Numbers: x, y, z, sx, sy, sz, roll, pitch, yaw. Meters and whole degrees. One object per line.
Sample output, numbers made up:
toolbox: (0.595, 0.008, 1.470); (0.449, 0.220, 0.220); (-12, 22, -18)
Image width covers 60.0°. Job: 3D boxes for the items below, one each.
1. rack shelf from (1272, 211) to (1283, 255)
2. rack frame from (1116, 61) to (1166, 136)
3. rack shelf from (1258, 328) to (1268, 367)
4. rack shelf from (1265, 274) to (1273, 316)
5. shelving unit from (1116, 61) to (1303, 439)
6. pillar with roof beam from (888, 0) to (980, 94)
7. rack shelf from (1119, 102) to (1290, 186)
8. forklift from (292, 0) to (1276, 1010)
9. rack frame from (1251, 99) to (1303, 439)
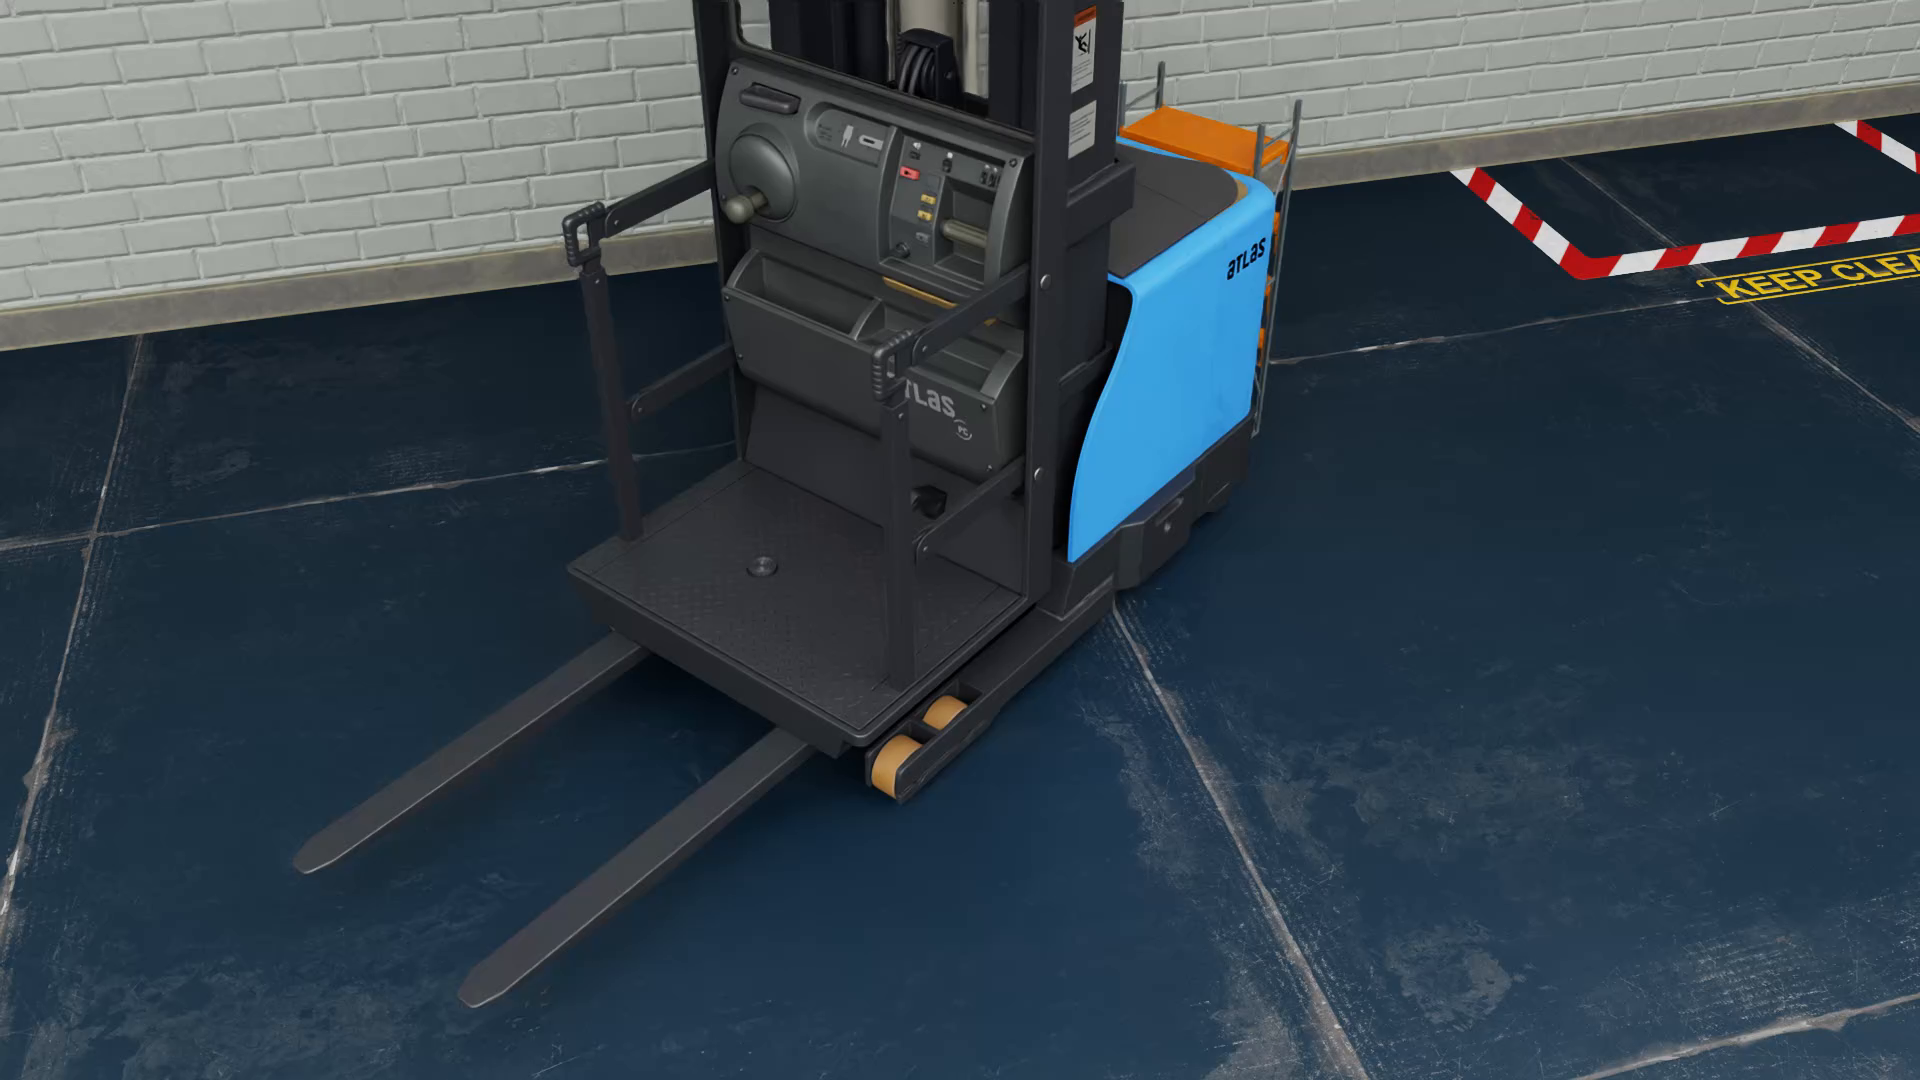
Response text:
rack shelf: (0.761, -1.010, 5.325); (0.480, 0.148, 0.258); (26, 44, 29)
rack frame: (0.569, -0.978, 5.540); (0.015, 1.200, 0.240); (26, 44, 29)
rack shelf: (0.760, -0.674, 5.582); (0.480, 0.148, 0.258); (26, 44, 29)
rack shelf: (0.760, -0.832, 5.461); (0.480, 0.148, 0.258); (26, 44, 29)
shelving unit: (0.760, -0.886, 5.420); (0.503, 1.200, 0.258); (26, 44, 29)
pillar with roof beam: (0.965, -2.233, 0.762); (0.400, 9.000, 9.100); (-9, 38, -12)
rack shelf: (0.761, -1.198, 5.182); (0.480, 0.148, 0.258); (26, 44, 29)
forklift: (-0.369, -0.828, 3.920); (1.130, 2.935, 3.031); (26, 44, 29)
rack frame: (0.952, -0.794, 5.300); (0.015, 1.200, 0.240); (26, 44, 29)
